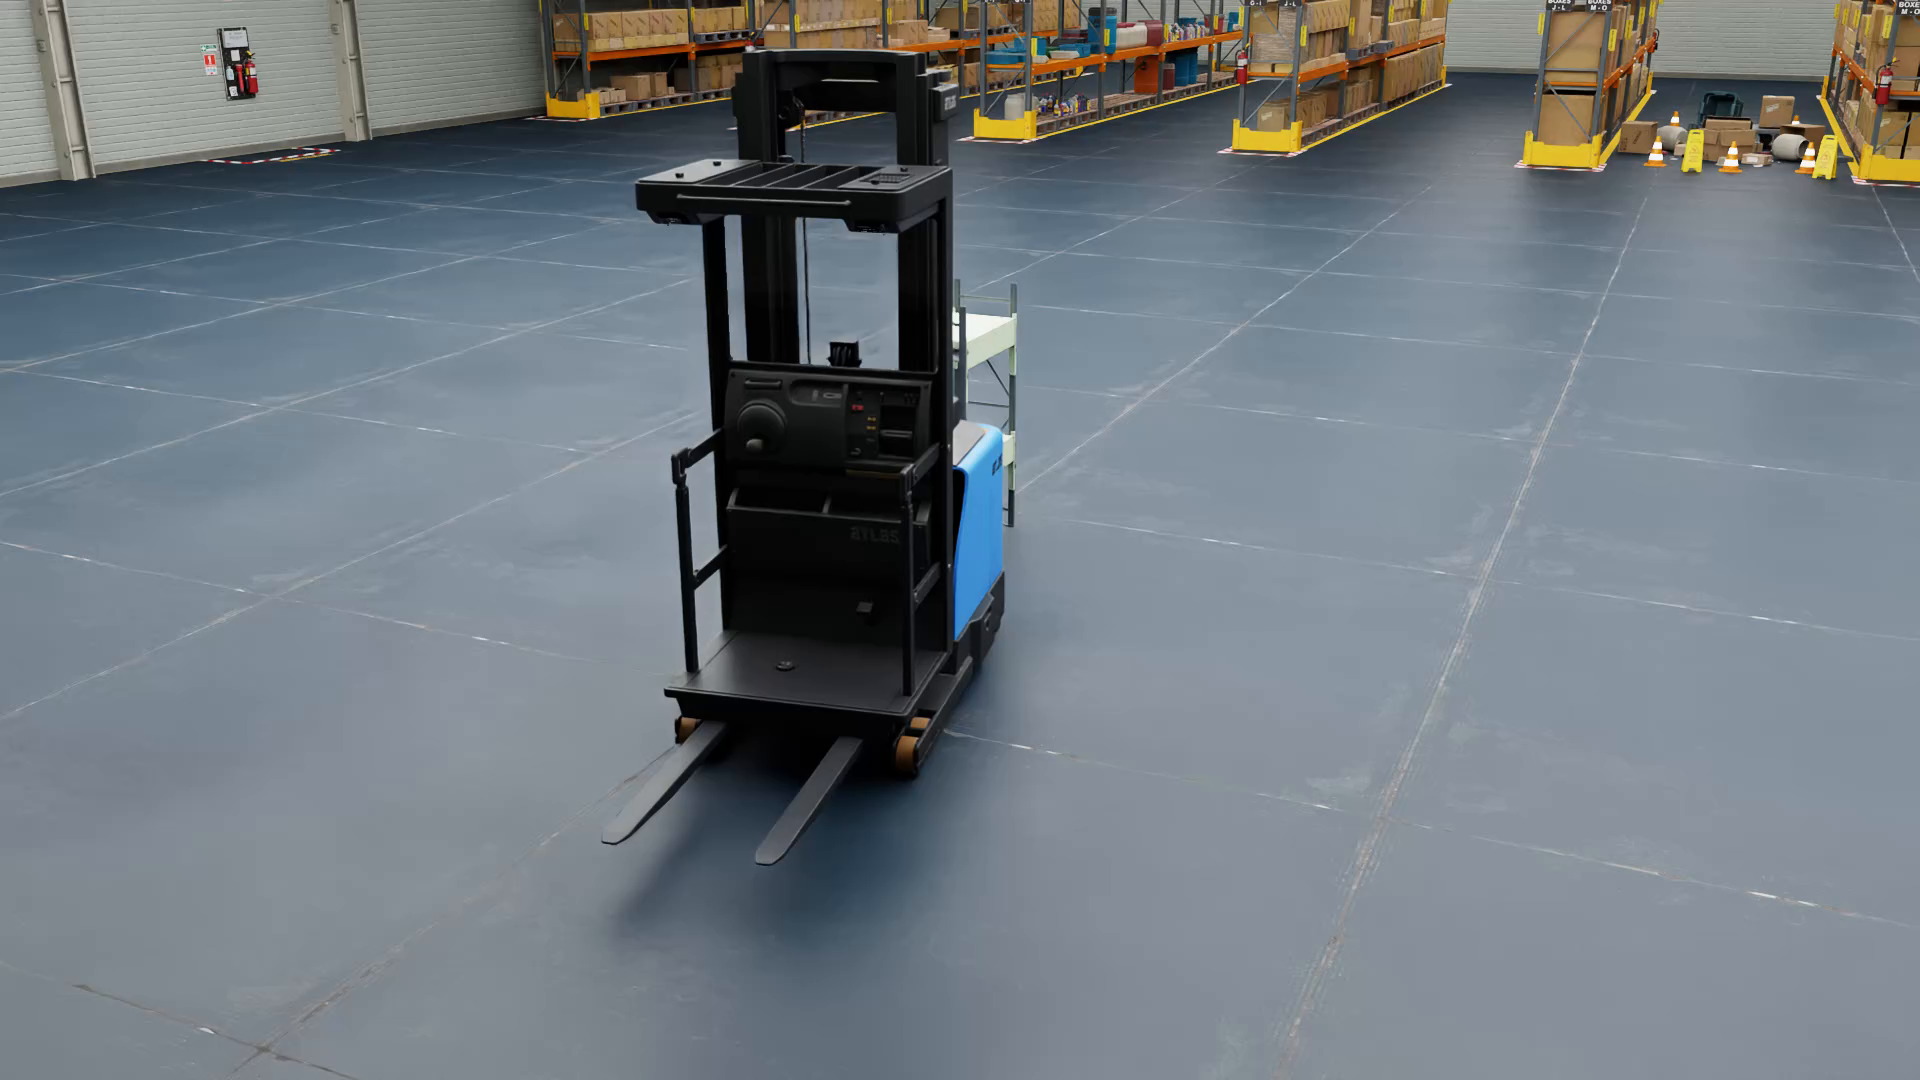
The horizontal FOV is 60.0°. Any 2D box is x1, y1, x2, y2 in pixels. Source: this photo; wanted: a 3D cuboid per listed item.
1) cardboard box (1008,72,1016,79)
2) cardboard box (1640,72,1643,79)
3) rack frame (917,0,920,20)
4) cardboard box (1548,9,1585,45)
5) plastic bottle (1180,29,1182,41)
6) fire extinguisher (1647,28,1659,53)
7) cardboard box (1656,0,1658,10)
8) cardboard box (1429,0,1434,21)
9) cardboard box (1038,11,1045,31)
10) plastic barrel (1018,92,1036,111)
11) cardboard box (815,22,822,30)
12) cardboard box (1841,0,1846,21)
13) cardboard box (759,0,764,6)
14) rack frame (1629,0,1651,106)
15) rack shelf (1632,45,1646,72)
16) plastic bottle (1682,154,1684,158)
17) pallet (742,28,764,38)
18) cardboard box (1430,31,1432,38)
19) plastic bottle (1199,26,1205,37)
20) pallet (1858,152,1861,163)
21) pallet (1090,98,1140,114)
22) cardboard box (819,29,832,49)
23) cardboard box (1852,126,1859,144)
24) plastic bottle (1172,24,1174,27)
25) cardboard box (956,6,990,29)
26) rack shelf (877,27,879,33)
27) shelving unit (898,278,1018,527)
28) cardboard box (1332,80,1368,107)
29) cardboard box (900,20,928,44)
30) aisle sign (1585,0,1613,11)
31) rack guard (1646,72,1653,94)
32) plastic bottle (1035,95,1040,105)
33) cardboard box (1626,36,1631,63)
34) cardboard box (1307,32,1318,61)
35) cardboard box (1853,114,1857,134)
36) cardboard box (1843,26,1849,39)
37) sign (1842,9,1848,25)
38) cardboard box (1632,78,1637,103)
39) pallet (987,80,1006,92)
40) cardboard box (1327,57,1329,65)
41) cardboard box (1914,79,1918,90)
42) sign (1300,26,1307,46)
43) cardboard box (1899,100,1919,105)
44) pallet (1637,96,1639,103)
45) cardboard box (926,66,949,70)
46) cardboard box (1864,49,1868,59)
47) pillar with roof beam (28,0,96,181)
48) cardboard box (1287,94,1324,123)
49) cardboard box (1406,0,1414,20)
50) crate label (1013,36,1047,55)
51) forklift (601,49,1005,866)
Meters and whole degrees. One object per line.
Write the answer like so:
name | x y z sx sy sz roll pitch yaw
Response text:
cardboard box | 1.101 -12.005 42.322 0.500 0.500 0.500 9 21 23
cardboard box | 15.592 -10.765 38.502 0.380 0.149 0.250 9 21 24
rack frame | -1.631 -15.217 48.280 1.000 3.000 0.127 9 21 23
cardboard box | 10.186 -8.443 27.399 0.875 0.550 0.550 9 21 23
plastic bottle | 5.149 -11.824 38.931 0.097 0.271 0.097 0 20 0
fire extinguisher | 16.933 -12.268 40.660 0.296 0.674 0.183 9 21 23
cardboard box | 16.449 -12.951 39.822 0.500 0.500 0.500 8 21 22
cardboard box | 11.135 -12.798 40.140 0.500 0.500 0.500 8 21 21
cardboard box | 1.916 -13.638 43.691 0.500 0.500 0.500 9 21 24
plastic barrel | 1.260 -8.357 32.077 0.421 0.512 0.421 0 20 0
cardboard box | -2.991 -10.324 33.405 0.380 0.149 0.250 8 21 22
cardboard box | 19.898 -11.759 36.914 0.500 0.500 0.500 9 21 23
cardboard box | -5.021 -13.222 40.896 0.380 0.149 0.250 6 20 16
rack frame | 14.771 -11.243 37.107 1.000 3.000 0.127 9 21 23
rack shelf | 13.952 -10.293 35.509 1.077 0.370 4.000 9 21 23
plastic bottle | 12.307 -6.496 28.143 0.133 0.061 0.283 1 20 4
pallet | -5.102 -12.448 40.781 1.213 0.211 1.003 9 21 23
cardboard box | 11.243 -12.278 40.390 0.380 0.149 0.250 9 21 23
plastic bottle | 5.903 -12.411 40.576 0.152 0.276 0.135 9 21 23
pallet | 15.312 -6.251 27.232 1.003 0.211 1.213 9 21 23
pallet | 3.277 -9.495 36.352 1.003 0.211 1.213 9 21 23
cardboard box | -3.040 -10.147 33.876 0.700 0.500 0.500 9 21 23
cardboard box | 15.565 -6.909 28.395 0.500 0.250 0.500 8 21 20
plastic bottle | 5.230 -12.526 40.888 0.061 0.283 0.133 9 21 23
cardboard box | 0.317 -12.799 40.705 0.700 0.500 0.500 13 23 33
rack shelf | -2.450 -14.266 46.681 1.077 0.370 4.000 9 21 23
shelving unit | -0.003 -0.705 9.712 0.431 1.500 0.755 9 21 23
cardboard box | 8.178 -9.383 34.949 0.700 0.500 0.500 7 21 18
cardboard box | -1.059 -11.624 38.030 0.500 0.500 0.500 7 21 20
aisle sign | 10.102 -8.737 26.180 0.394 0.787 0.004 9 21 23
rack guard | 16.378 -11.265 40.899 1.175 0.500 0.348 9 21 23
plastic bottle | 1.533 -8.771 33.451 0.144 0.351 0.185 8 21 22
cardboard box | 12.369 -9.276 31.425 0.500 0.500 0.500 8 21 22
cardboard box | 5.963 -8.954 30.078 0.875 0.500 0.500 9 21 23
cardboard box | 16.265 -7.270 29.230 0.950 0.372 0.625 9 21 23
cardboard box | 18.891 -10.664 34.956 0.500 0.250 0.500 8 21 21
sign | 18.822 -11.116 35.339 0.100 0.325 0.005 9 21 23
cardboard box | 14.274 -9.690 35.842 0.500 0.500 0.500 8 21 22
pallet | 0.455 -11.373 41.634 1.003 0.211 1.213 9 21 23
cardboard box | 6.635 -8.910 30.920 0.380 0.149 0.250 9 21 23
cardboard box | 14.833 -6.963 25.446 0.380 0.149 0.250 9 21 24
sign | 5.869 -8.620 28.439 0.100 0.325 0.005 9 21 23
cardboard box | 15.849 -7.032 27.623 0.500 0.500 0.500 9 21 24
pallet | 15.014 -10.140 38.166 1.003 0.211 1.213 9 21 23
cardboard box | -0.583 -10.905 38.797 0.500 0.311 0.500 8 21 22
cardboard box | 16.209 -8.586 29.384 0.380 0.149 0.250 8 21 22
pillar with roof beam | -9.672 -9.226 22.481 9.100 9.000 0.400 9 21 23
cardboard box | 6.584 -8.237 31.756 0.500 0.500 0.500 17 26 40
cardboard box | 10.034 -12.278 38.371 0.797 0.503 0.637 8 21 21
crate label | 1.362 -9.583 32.385 0.502 0.435 0.616 9 21 23
forklift | -0.630 -0.517 7.047 1.130 2.935 3.031 5 20 14
